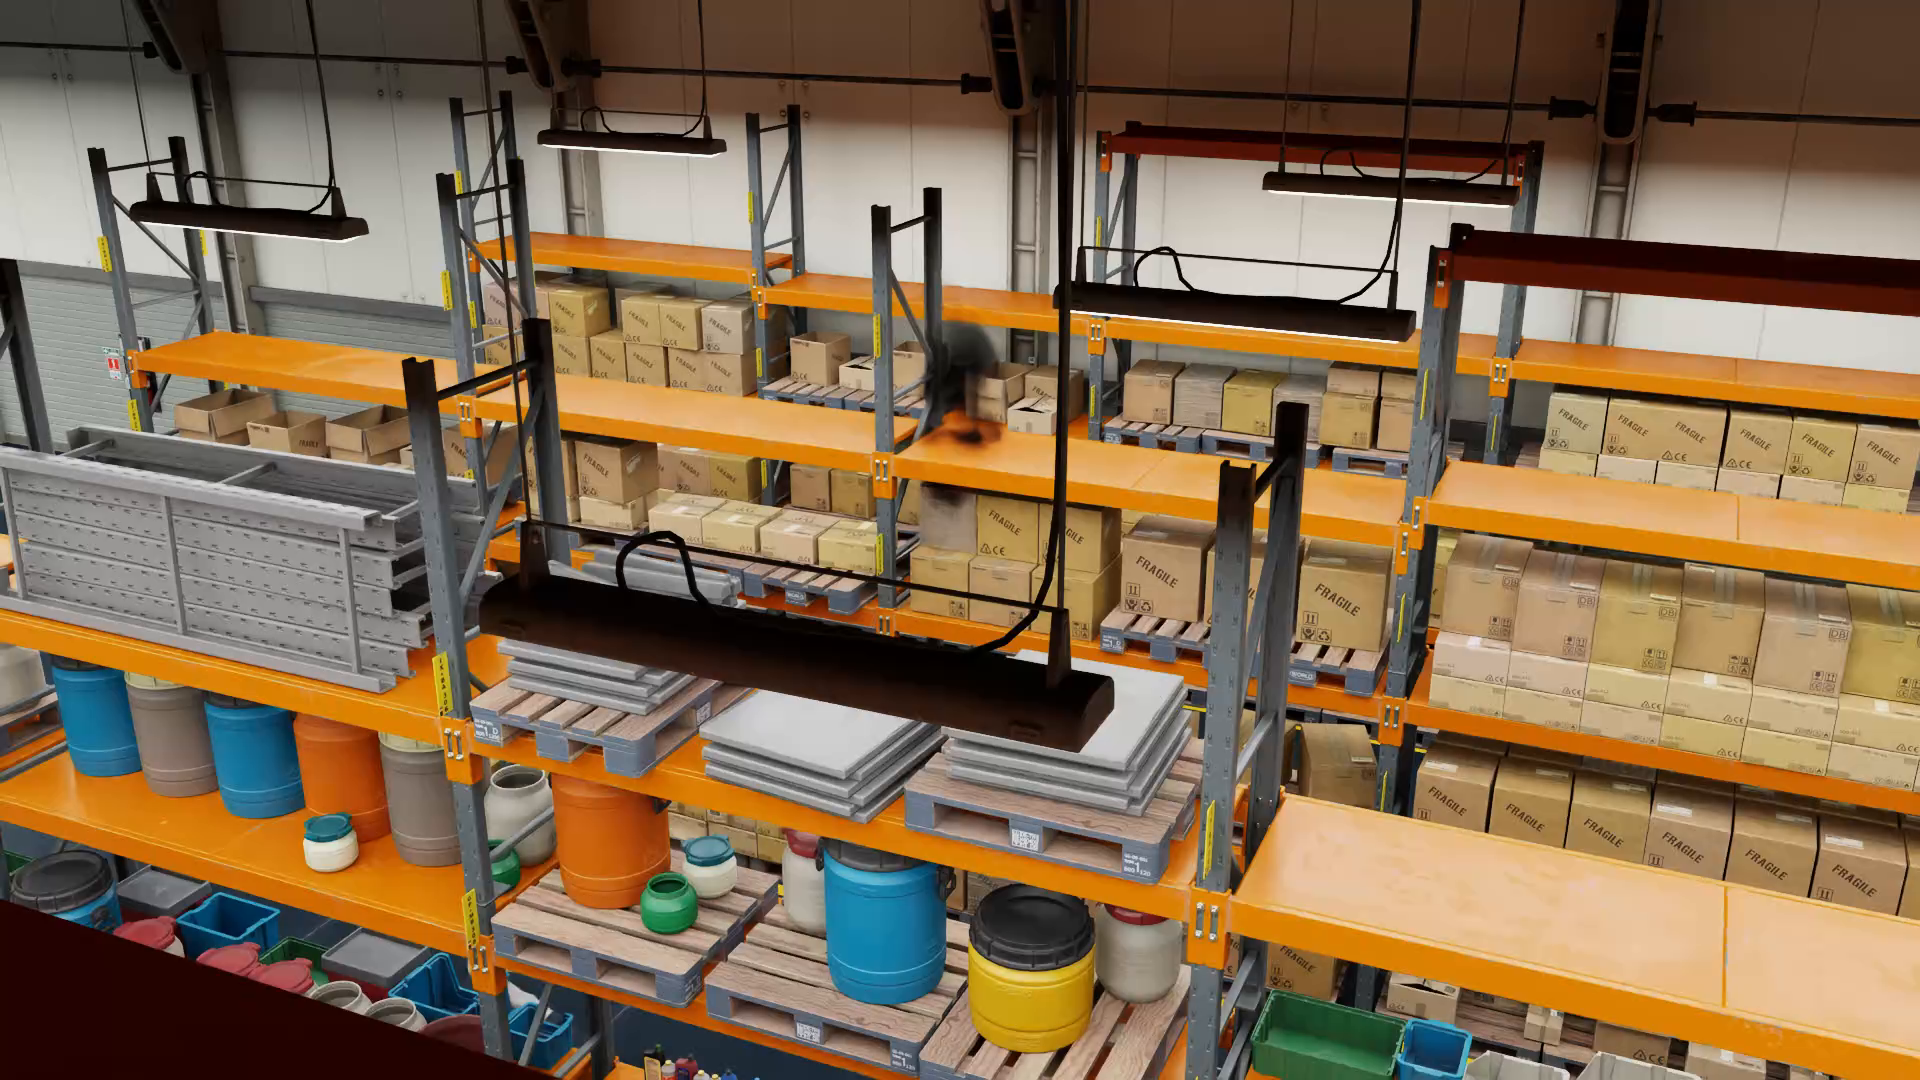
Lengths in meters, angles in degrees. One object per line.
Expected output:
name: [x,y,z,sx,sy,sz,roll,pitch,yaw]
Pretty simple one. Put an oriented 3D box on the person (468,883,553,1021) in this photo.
person: [-3.396,2.963,12.326,0.836,1.772,0.704,12,24,30]
